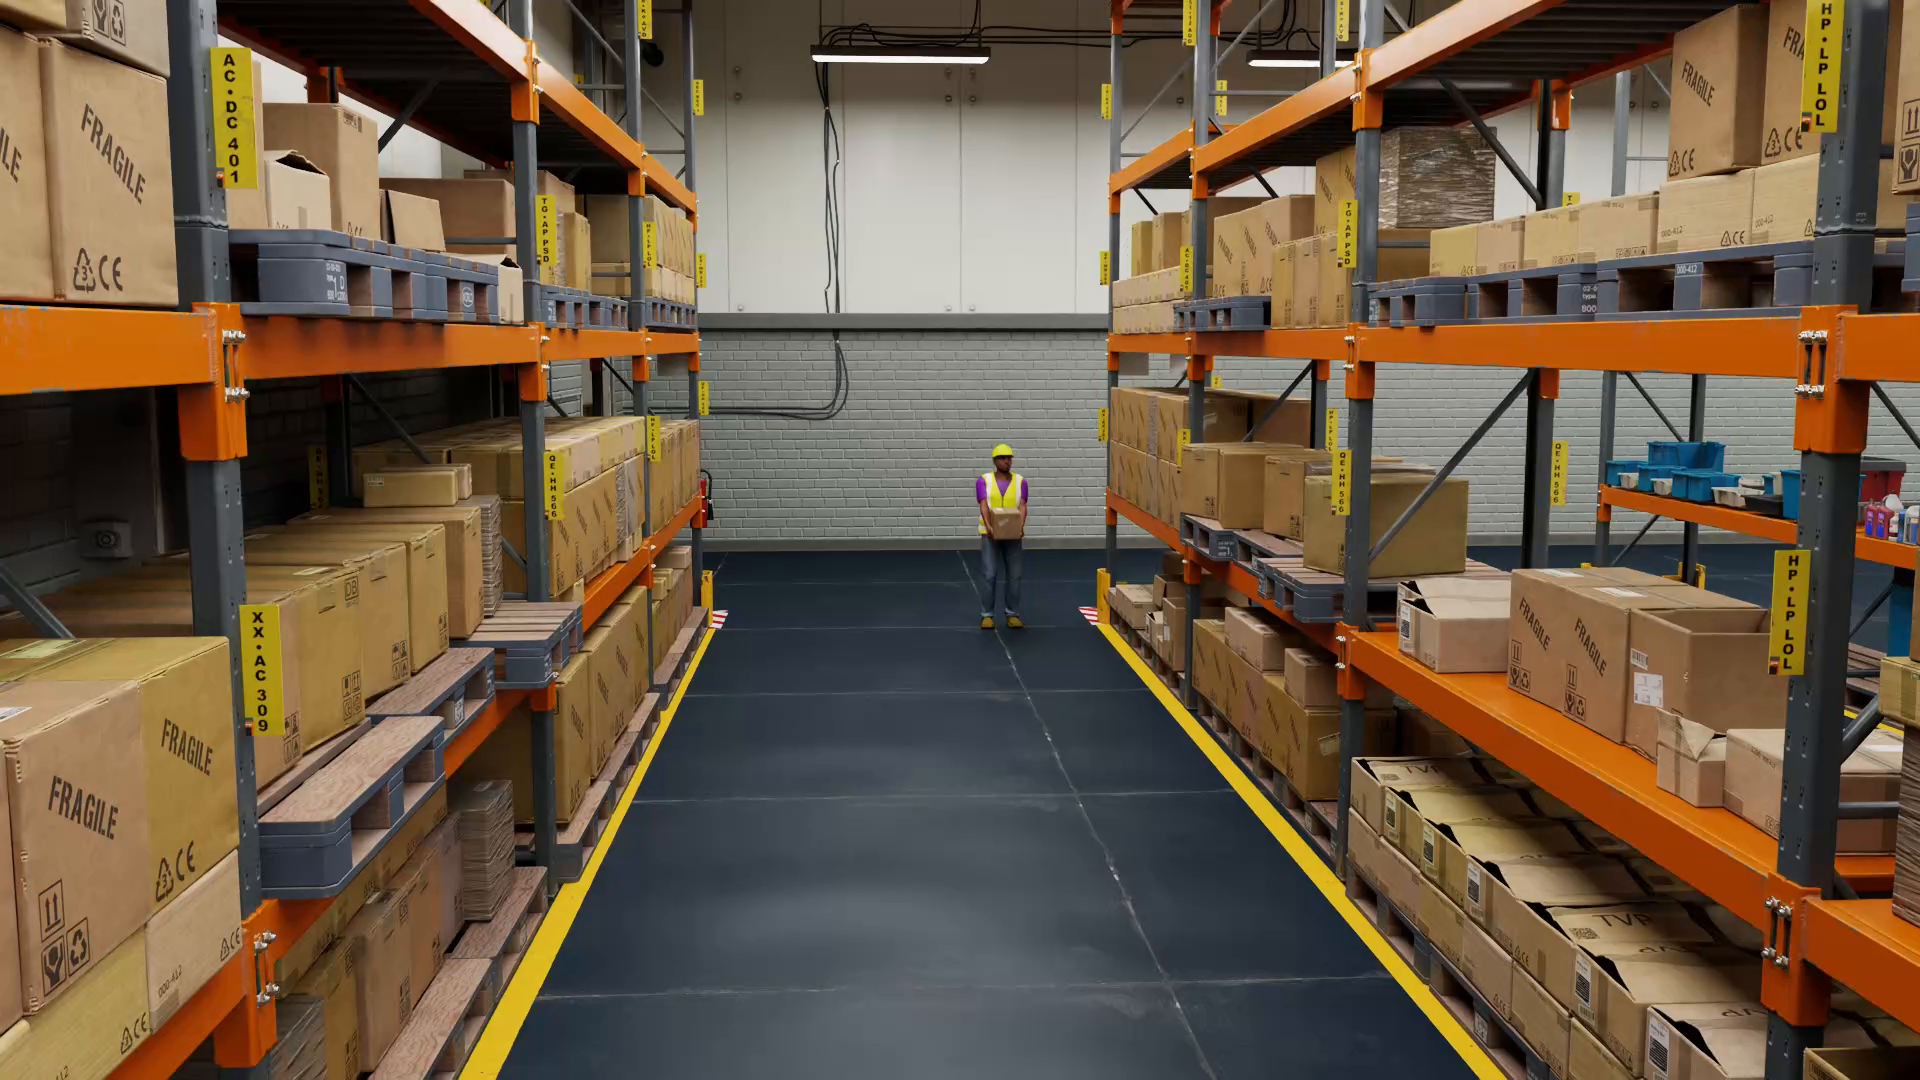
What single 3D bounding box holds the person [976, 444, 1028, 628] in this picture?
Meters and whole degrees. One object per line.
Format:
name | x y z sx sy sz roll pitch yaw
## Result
person | 0.420 -0.028 15.906 0.503 1.760 0.577 -1 7 -7
